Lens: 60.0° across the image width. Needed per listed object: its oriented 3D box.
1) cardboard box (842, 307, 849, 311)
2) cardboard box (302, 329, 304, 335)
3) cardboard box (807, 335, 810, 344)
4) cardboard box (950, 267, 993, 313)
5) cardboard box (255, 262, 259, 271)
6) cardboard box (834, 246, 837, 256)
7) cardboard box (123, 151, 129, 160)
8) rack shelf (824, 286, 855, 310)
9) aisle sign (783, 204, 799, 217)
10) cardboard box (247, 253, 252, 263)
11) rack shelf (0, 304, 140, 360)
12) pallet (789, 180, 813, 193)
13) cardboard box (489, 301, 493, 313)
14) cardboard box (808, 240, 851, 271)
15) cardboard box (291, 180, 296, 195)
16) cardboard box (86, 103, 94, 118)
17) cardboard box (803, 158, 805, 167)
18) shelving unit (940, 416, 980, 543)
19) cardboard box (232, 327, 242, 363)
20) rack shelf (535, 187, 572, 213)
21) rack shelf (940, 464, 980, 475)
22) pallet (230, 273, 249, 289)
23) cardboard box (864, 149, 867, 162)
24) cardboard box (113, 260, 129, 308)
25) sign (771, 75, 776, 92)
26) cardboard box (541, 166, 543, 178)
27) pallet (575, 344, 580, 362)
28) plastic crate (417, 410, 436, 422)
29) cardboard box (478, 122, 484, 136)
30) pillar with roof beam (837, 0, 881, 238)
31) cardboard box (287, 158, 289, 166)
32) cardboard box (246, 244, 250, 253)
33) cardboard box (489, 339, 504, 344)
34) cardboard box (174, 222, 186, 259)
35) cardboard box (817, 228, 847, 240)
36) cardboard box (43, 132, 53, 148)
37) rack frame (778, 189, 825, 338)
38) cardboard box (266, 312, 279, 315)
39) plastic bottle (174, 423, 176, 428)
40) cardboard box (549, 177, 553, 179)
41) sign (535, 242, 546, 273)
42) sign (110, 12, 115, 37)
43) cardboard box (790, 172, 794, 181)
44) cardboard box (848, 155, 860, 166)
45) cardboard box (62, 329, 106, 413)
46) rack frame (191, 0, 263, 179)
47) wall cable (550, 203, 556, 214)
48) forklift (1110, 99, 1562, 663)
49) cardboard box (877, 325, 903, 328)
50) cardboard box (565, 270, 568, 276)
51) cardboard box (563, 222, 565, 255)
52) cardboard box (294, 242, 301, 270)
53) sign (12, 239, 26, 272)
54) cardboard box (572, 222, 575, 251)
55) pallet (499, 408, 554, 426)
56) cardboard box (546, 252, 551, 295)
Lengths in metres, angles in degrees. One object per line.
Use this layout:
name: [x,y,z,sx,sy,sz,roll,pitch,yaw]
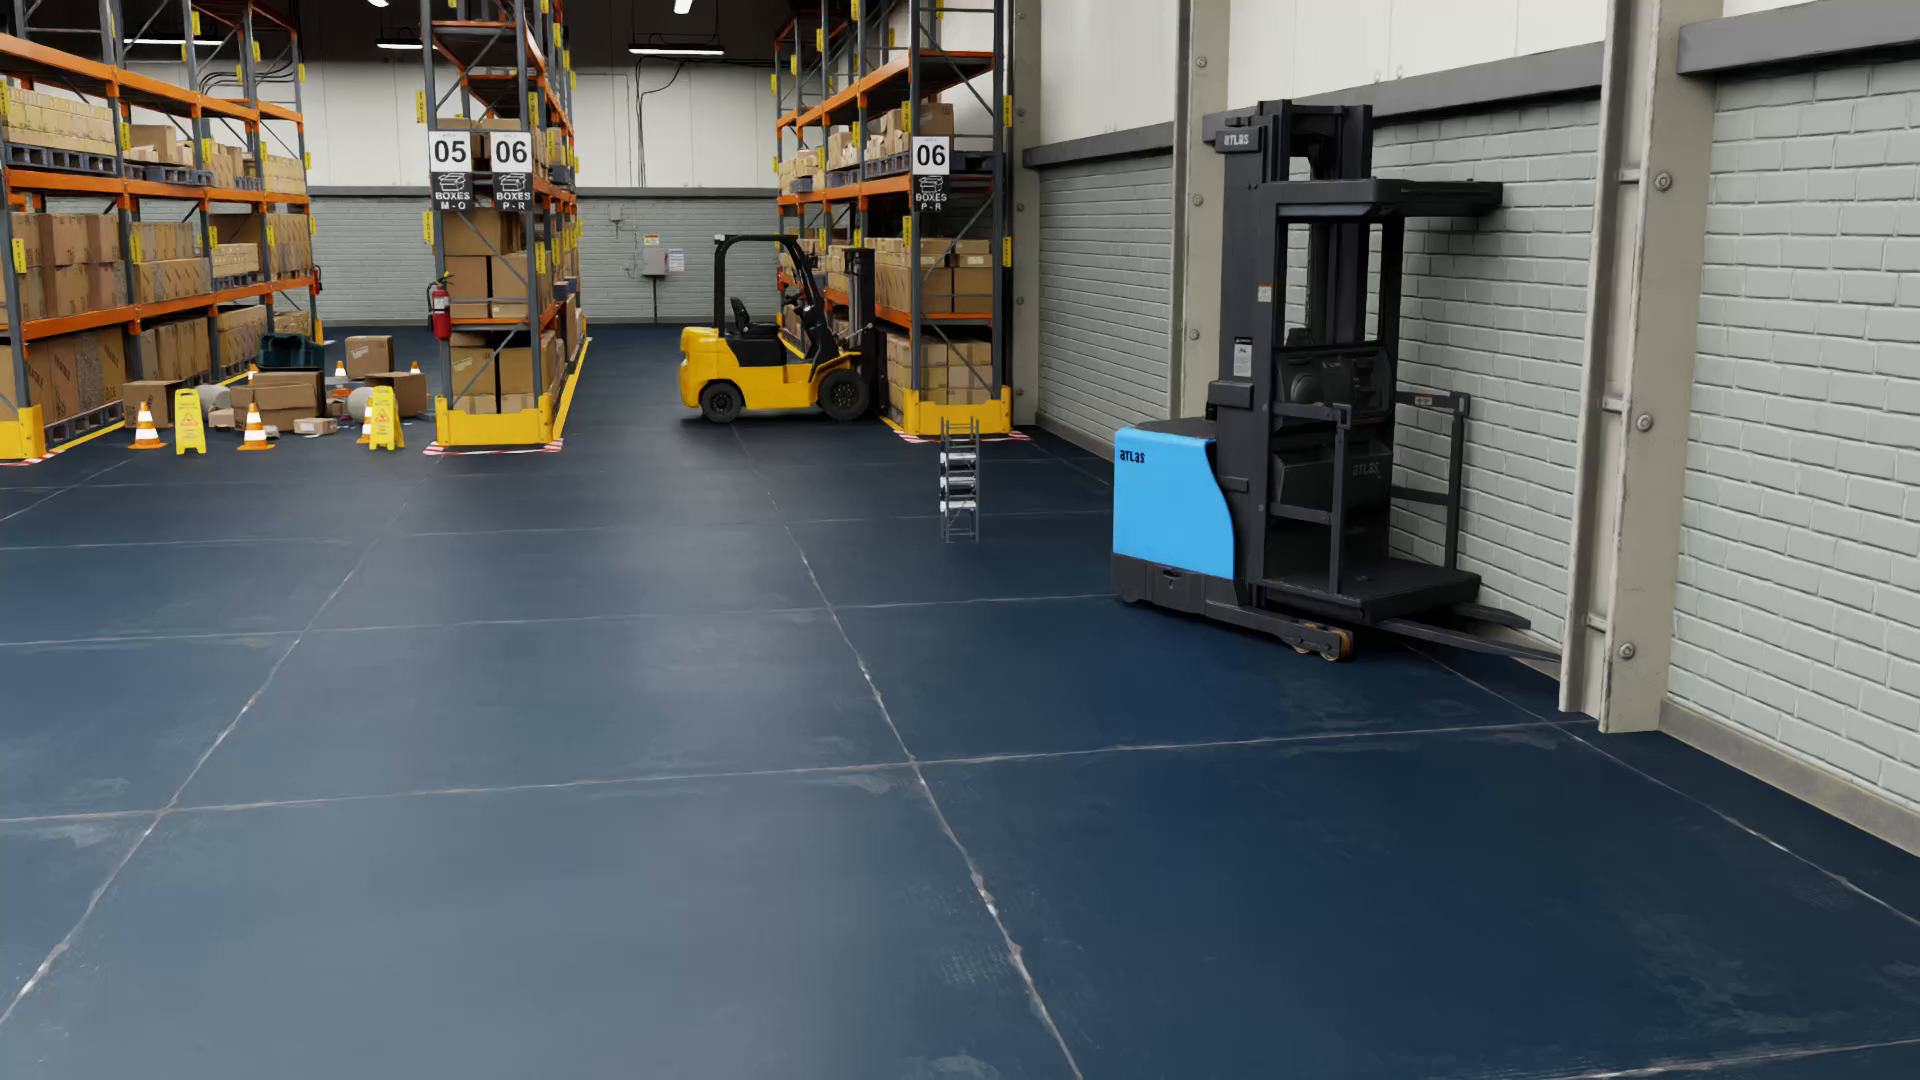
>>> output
cardboard box: [-1.826,-3.926,28.626,0.380,0.149,0.250,-2,11,-9]
cardboard box: [-12.428,-3.852,30.914,0.380,0.149,0.250,-2,11,-11]
cardboard box: [-2.382,-3.661,28.969,0.500,0.500,0.500,-2,11,-12]
cardboard box: [0.141,-2.826,18.752,0.500,0.500,0.500,-2,11,-9]
cardboard box: [-11.802,-4.514,27.439,0.380,0.149,0.250,-2,11,-12]
cardboard box: [-1.690,-4.346,25.007,0.380,0.149,0.250,-2,11,-9]
cardboard box: [-10.390,-4.812,20.404,0.258,0.266,0.396,-2,11,-12]
rack shelf: [-1.202,-3.423,24.080,1.077,0.370,4.000,-2,11,-11]
aisle sign: [-3.448,-6.889,33.416,0.394,0.787,0.004,-2,11,-11]
cardboard box: [-11.704,-4.566,26.917,0.380,0.149,0.250,-2,11,-9]
rack shelf: [-10.128,-2.309,18.231,1.077,0.370,4.000,-2,11,-11]
pallet: [-2.311,-6.135,28.890,1.213,0.211,1.003,-2,11,-11]
cardboard box: [-5.364,-2.620,18.612,0.380,0.149,0.250,-2,11,-10]
cardboard box: [-2.090,-4.692,27.429,0.797,0.503,0.637,-2,11,-12]
cardboard box: [-12.313,-6.372,30.029,0.500,0.250,0.500,-2,11,-9]
cardboard box: [-9.988,-4.833,18.692,0.380,0.149,0.250,-2,11,-10]
cardboard box: [-2.423,-6.324,27.861,0.380,0.149,0.250,-2,11,-11]
shelving unit: [-0.002,-0.444,12.120,0.258,0.900,0.210,-2,11,-11]
cardboard box: [-11.284,-2.973,25.354,0.500,0.500,0.500,-2,11,-10]
rack shelf: [-6.848,-5.449,26.702,1.077,0.370,4.000,-2,11,-11]
rack shelf: [-0.002,-0.499,12.110,0.258,0.077,0.200,-2,11,-11]
pallet: [-11.720,-4.030,25.863,1.003,0.211,1.213,-2,11,-11]
cardboard box: [-1.024,-4.921,21.290,0.380,0.149,0.250,-2,11,-10]
cardboard box: [-10.434,-3.036,19.723,0.875,0.550,0.550,-2,11,-11]
sign: [-3.679,-9.035,32.890,0.100,0.325,0.005,-2,11,-11]
cardboard box: [-5.134,-4.342,19.637,0.380,0.149,0.250,-2,11,-9]
pallet: [-7.013,-3.187,28.374,1.003,0.211,1.213,-2,11,-11]
plastic crate: [-6.180,-1.476,19.737,0.402,0.080,0.583,-6,13,-31]
cardboard box: [-5.337,-4.431,17.970,0.380,0.149,0.250,-2,11,-11]
pillar with roof beam: [-5.843,-7.827,29.254,9.100,9.000,0.548,-2,11,-11]
cardboard box: [-12.348,-6.832,30.046,0.380,0.149,0.250,-2,11,-12]
cardboard box: [-11.702,-4.709,26.870,0.380,0.149,0.250,-2,11,-13]
cardboard box: [-5.511,-2.044,19.139,0.500,0.500,0.500,-2,11,-12]
cardboard box: [-11.118,-4.128,22.921,0.700,0.500,0.500,-2,11,-12]
cardboard box: [-2.398,-5.600,31.197,0.500,0.500,0.500,-2,11,-13]
cardboard box: [-9.688,-4.161,17.295,0.380,0.149,0.250,-2,11,-11]
rack frame: [-3.147,-5.610,33.649,1.000,3.000,0.127,-2,11,-11]
cardboard box: [-12.911,-4.174,31.013,0.380,0.149,0.250,-2,11,-10]
plastic bottle: [-8.771,-1.307,18.902,0.283,0.061,0.133,-6,13,-31]
cardboard box: [-6.136,-5.216,24.230,0.380,0.149,0.250,-2,11,-11]
sign: [-4.371,-2.939,17.302,0.100,0.325,0.005,-2,11,-11]
sign: [-11.825,-7.186,23.176,0.100,0.325,0.005,-2,11,-11]
cardboard box: [-2.820,-6.597,30.416,0.500,0.250,0.500,-3,11,-13]
cardboard box: [-1.325,-5.205,22.782,0.380,0.149,0.250,-2,11,-11]
cardboard box: [-10.284,-1.909,18.763,0.875,0.875,0.875,-2,11,-11]
rack frame: [-12.073,-7.444,27.239,1.000,3.000,0.127,-2,11,-11]
wall cable: [-9.135,-6.977,38.028,0.585,1.953,0.123,-2,11,-11]
forklift: [2.214,-0.902,9.096,1.130,2.935,3.031,-8,14,-37]
cardboard box: [-1.027,-2.656,21.684,0.500,0.250,0.500,-2,11,-12]
cardboard box: [-6.521,-4.177,26.520,0.500,0.250,0.500,-2,11,-9]
cardboard box: [-6.421,-4.692,25.883,0.500,0.500,0.500,-2,11,-11]
cardboard box: [-12.308,-5.165,30.249,0.500,0.500,0.500,-2,11,-11]
sign: [-9.193,-2.779,16.248,0.100,0.325,0.005,-2,11,-11]
cardboard box: [-7.273,-5.519,30.229,0.500,0.500,0.500,-2,11,-10]
pallet: [-5.041,-1.289,18.403,1.003,0.211,1.213,-2,11,-11]
cardboard box: [-5.139,-3.162,19.722,0.500,0.500,0.500,-2,11,-9]
